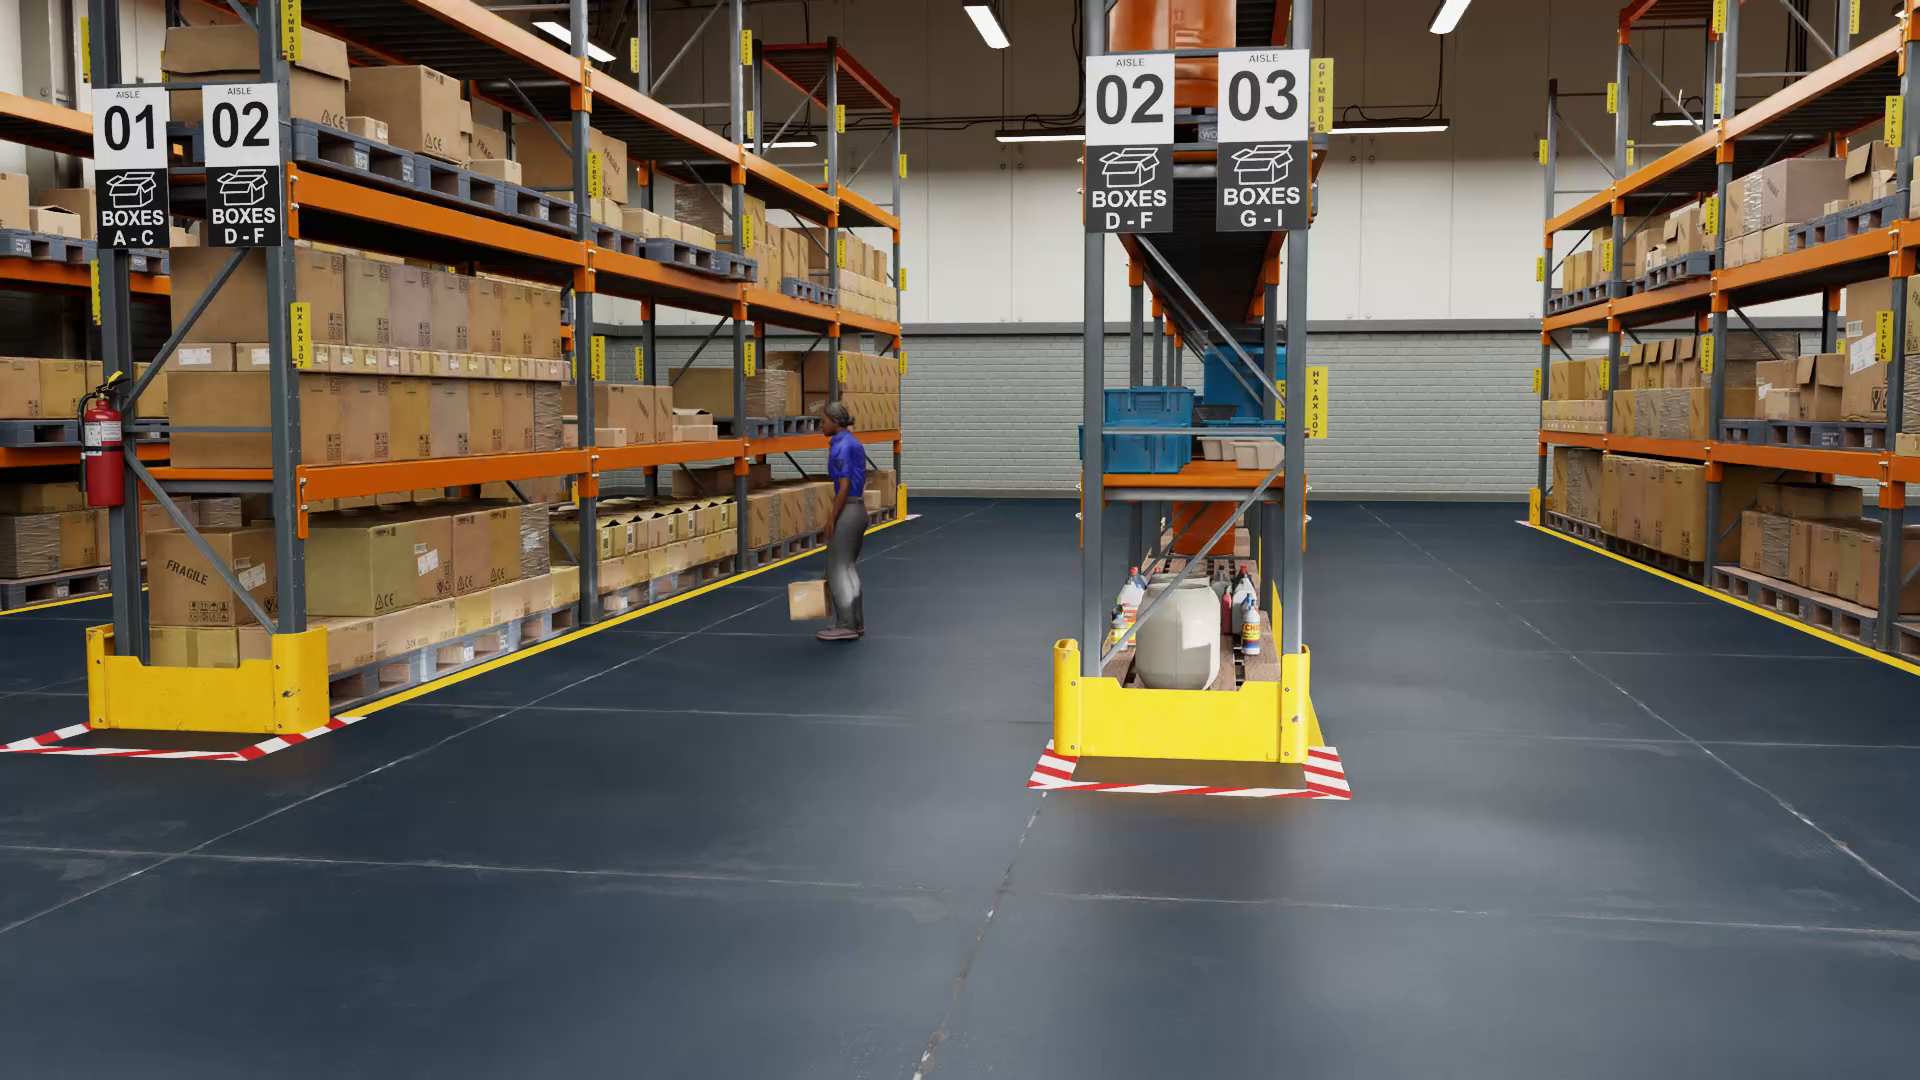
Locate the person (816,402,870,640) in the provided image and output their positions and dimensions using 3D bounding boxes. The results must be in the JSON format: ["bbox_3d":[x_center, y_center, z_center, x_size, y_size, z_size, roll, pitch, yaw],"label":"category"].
[{"bbox_3d":[-0.817,-0.133,11.663,0.344,1.642,0.500,1,5,7],"label":"person"}]
